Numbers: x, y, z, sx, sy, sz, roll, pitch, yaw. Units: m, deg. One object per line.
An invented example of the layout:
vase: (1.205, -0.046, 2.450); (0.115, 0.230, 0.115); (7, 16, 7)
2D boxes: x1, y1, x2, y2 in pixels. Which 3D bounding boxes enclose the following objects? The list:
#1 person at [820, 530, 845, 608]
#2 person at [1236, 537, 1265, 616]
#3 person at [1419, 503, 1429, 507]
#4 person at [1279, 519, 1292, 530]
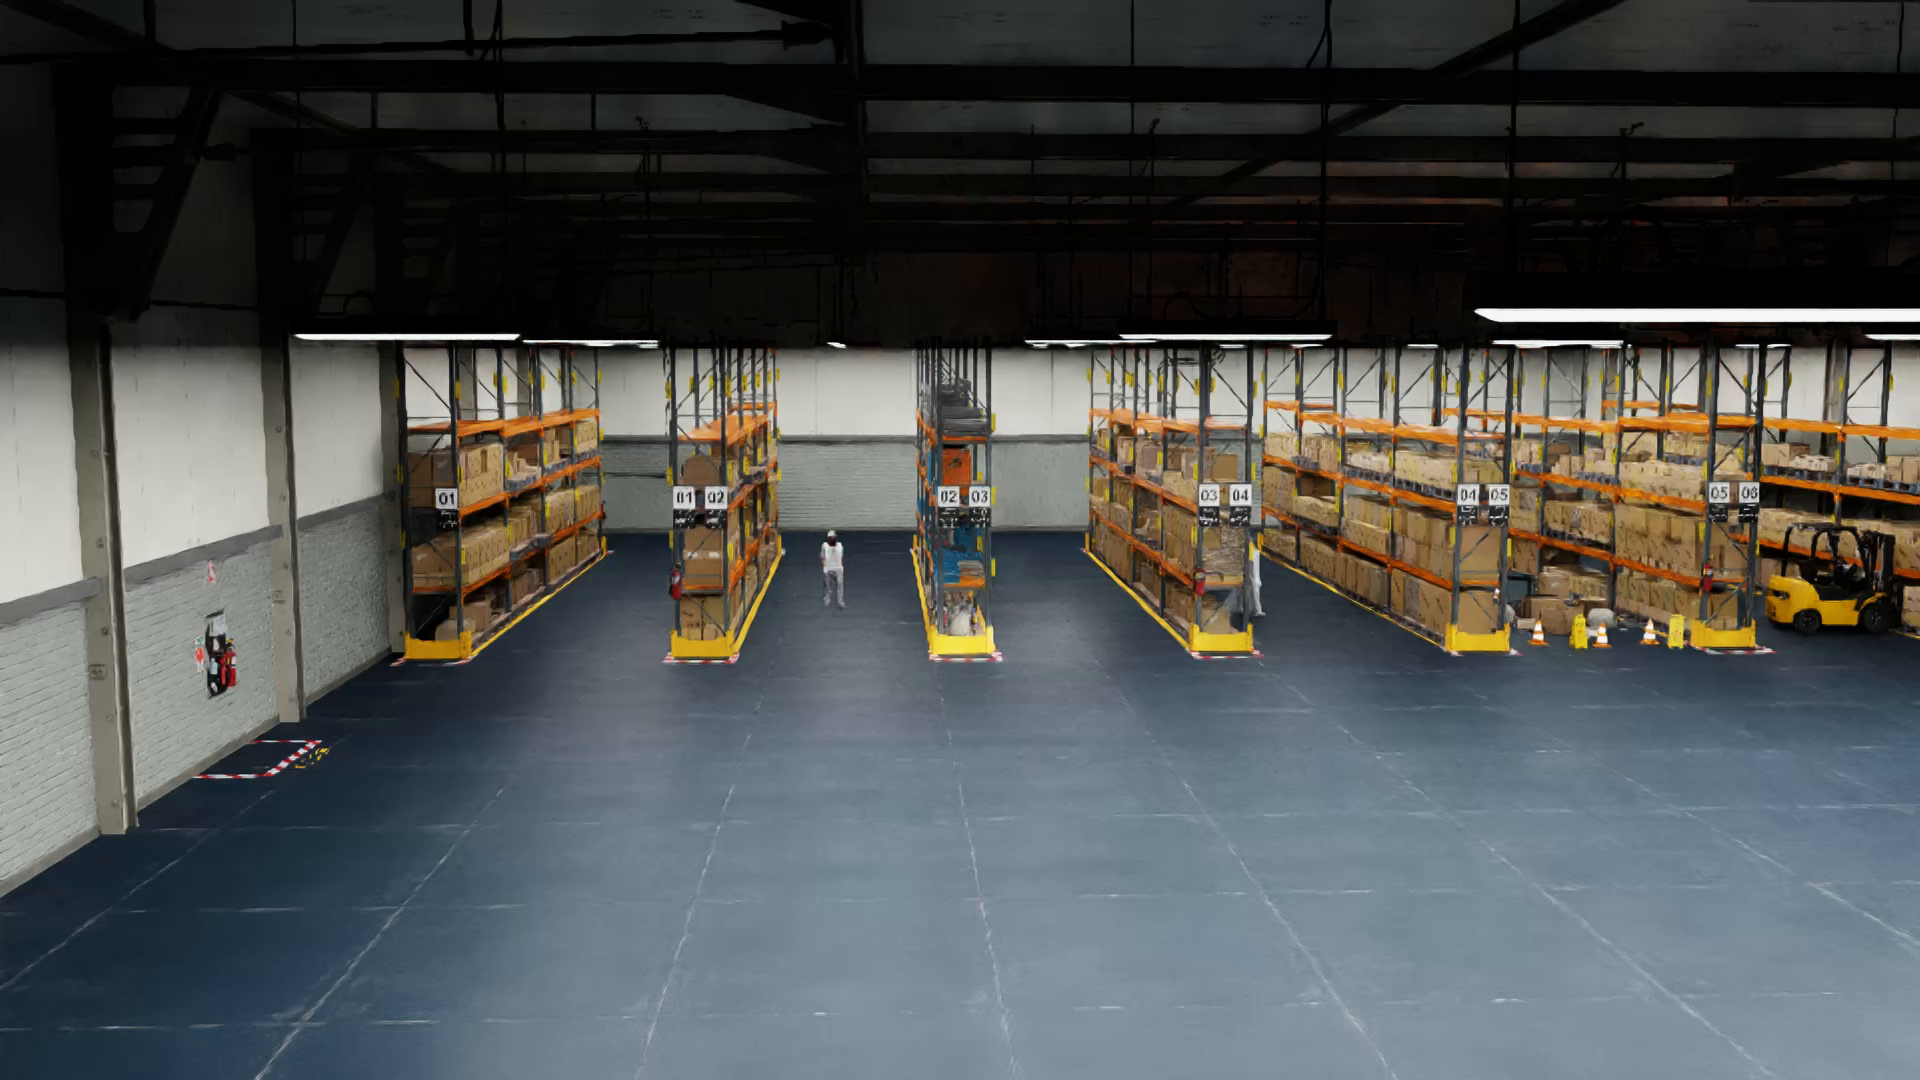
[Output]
person: (-2.850, 0.643, 37.121); (0.554, 1.724, 1.029); (-1, 7, -11)
person: (6.249, 0.770, 35.994); (0.601, 1.694, 1.186); (-1, 7, -6)
person: (12.667, -0.311, 45.719); (0.477, 1.675, 0.493); (3, 7, 27)
person: (9.600, -0.701, 49.032); (0.467, 1.728, 0.721); (3, 7, 28)
